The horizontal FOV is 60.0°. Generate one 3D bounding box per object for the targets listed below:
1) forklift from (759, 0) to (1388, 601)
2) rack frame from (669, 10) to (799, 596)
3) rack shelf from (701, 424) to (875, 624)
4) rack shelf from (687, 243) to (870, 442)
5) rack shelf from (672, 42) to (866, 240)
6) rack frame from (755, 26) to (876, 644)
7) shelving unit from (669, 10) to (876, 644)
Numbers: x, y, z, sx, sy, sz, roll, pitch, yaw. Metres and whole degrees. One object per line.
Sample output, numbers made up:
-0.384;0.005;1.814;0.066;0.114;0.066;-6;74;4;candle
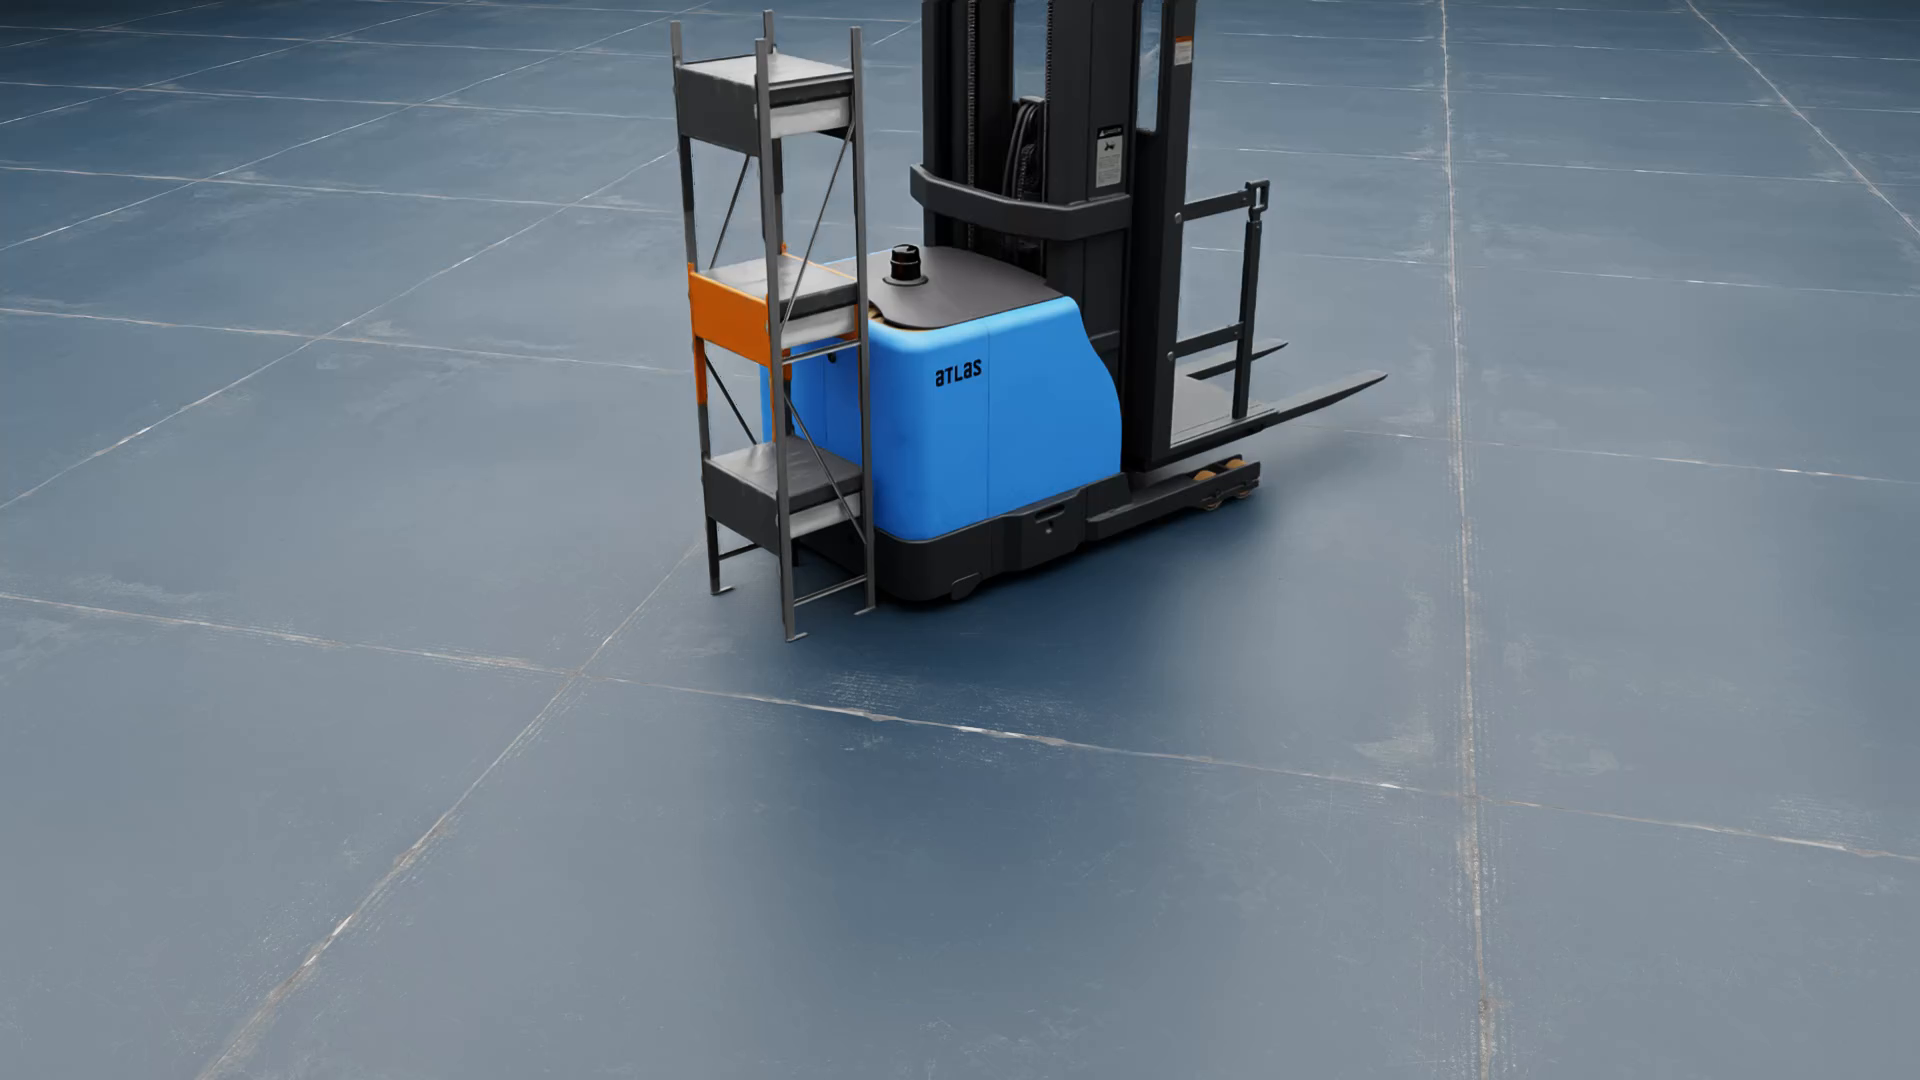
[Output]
0.655;-1.604;6.709;3.031;2.935;1.130;-20;32;-35;forklift
-0.789;-0.793;5.973;0.400;2.100;0.015;-20;32;-36;rack frame
-0.630;-0.069;6.113;0.431;0.518;0.480;-20;32;-36;rack shelf
-0.630;-0.701;5.812;0.431;0.518;0.480;-20;32;-36;rack shelf
-0.630;-1.333;5.511;0.431;0.518;0.480;-20;32;-36;rack shelf
-0.471;-0.634;5.639;0.400;2.100;0.015;-20;32;-36;rack frame
-0.630;-0.714;5.806;0.431;2.100;0.503;-20;32;-36;shelving unit
